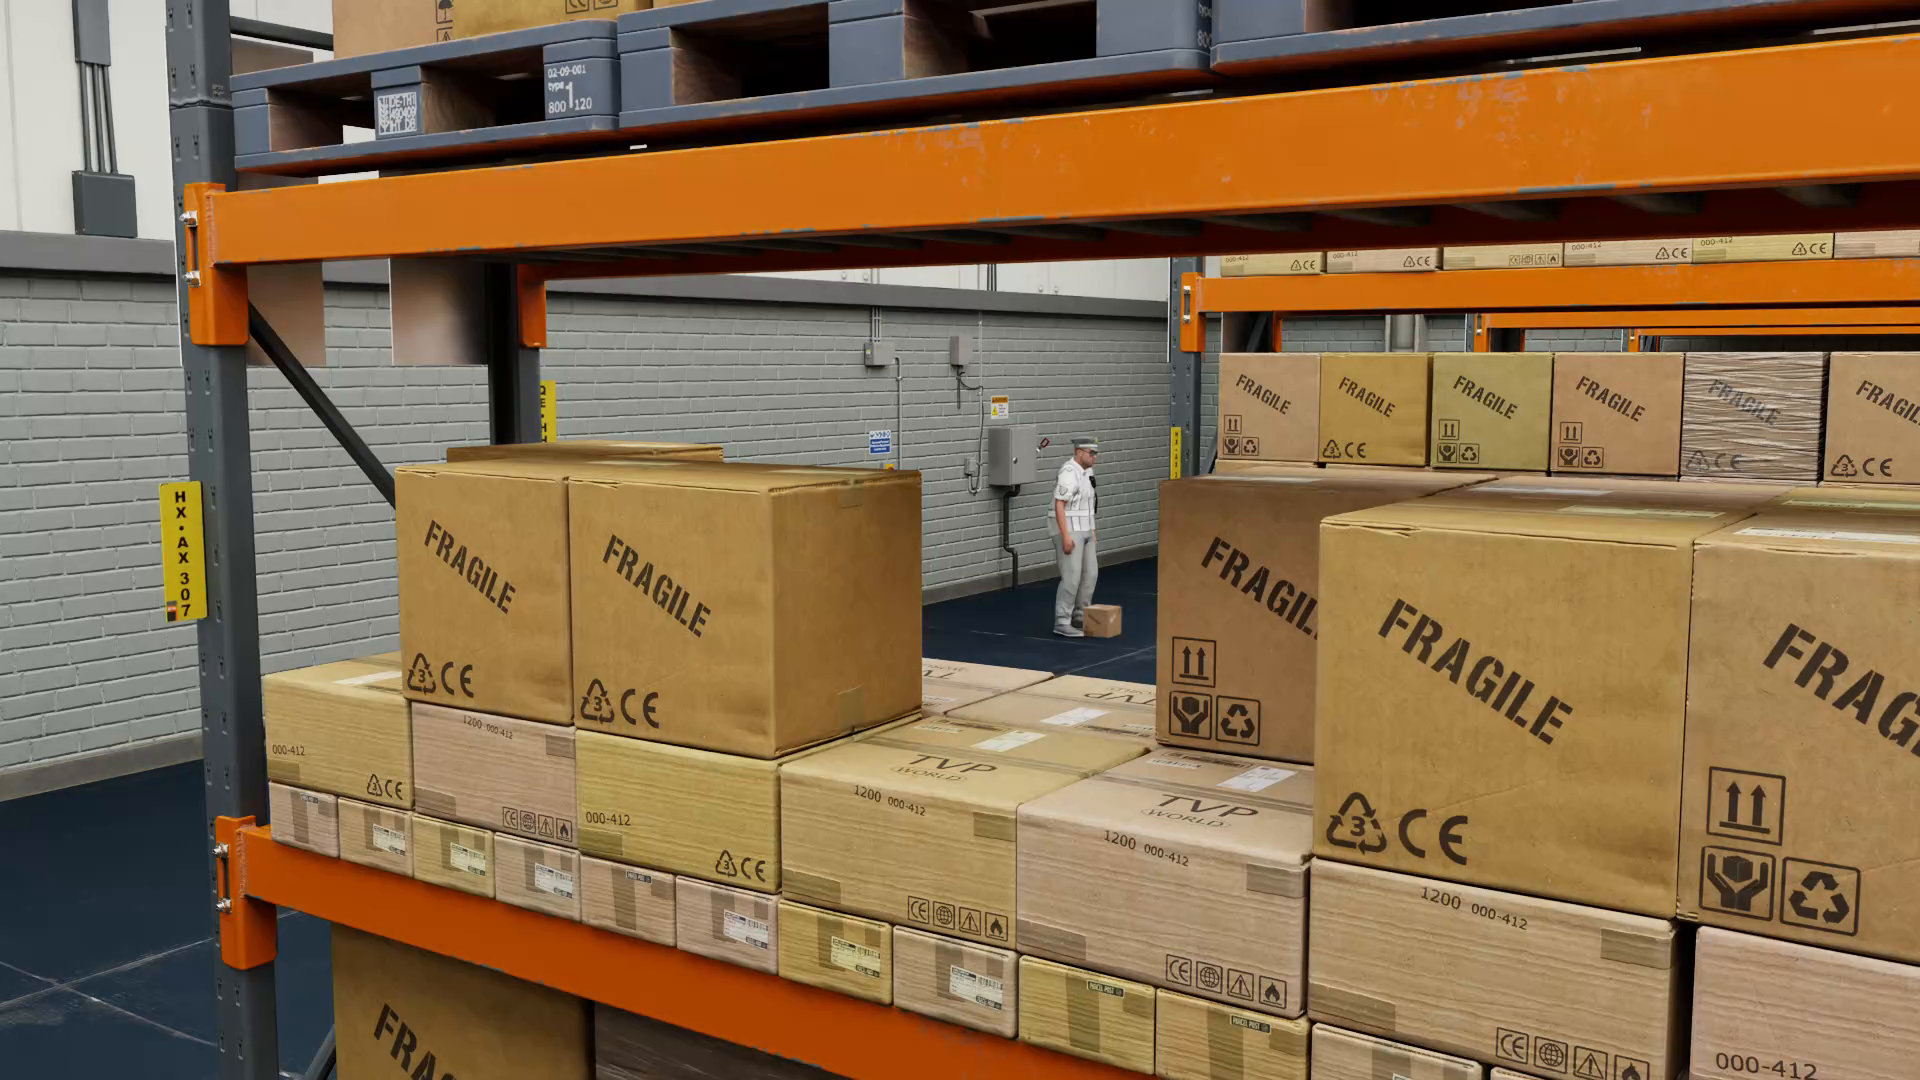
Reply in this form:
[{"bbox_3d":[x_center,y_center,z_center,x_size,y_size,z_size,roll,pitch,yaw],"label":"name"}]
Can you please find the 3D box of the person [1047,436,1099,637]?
[{"bbox_3d":[1.033,-0.048,14.676,0.478,1.747,0.584,4,7,31],"label":"person"}]
